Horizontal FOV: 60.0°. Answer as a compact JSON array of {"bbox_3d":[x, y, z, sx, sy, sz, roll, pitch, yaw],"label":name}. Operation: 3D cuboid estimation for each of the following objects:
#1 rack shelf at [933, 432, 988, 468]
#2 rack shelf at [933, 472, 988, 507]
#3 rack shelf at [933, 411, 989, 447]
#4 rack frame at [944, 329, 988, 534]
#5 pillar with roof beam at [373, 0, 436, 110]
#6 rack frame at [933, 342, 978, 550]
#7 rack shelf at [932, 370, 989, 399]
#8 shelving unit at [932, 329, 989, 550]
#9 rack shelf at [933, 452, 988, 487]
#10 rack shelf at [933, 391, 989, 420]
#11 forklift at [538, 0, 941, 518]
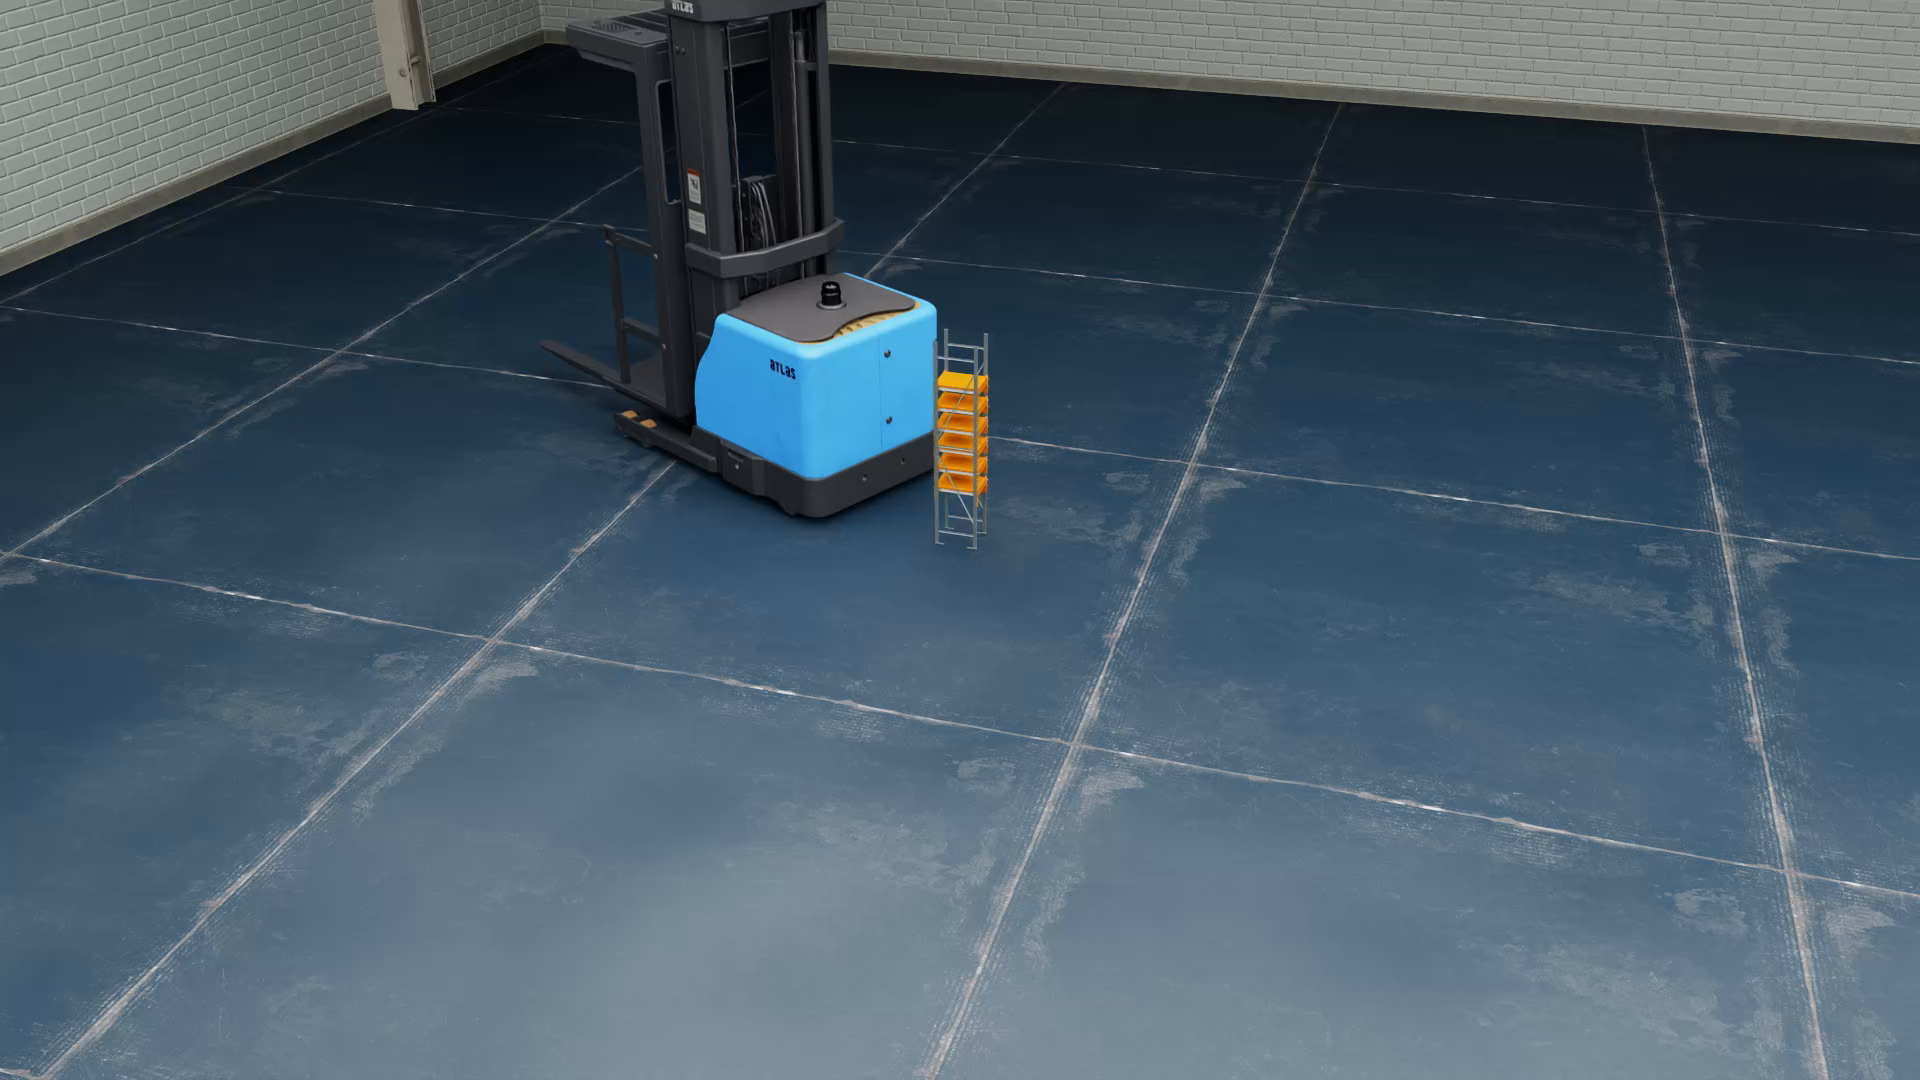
[{"bbox_3d":[0.004,-0.492,8.992,0.258,0.103,0.180,8,30,15],"label":"rack shelf"},{"bbox_3d":[0.004,-0.282,9.109,0.258,0.103,0.180,8,30,15],"label":"rack shelf"},{"bbox_3d":[0.004,-0.597,8.934,0.258,0.103,0.180,8,30,15],"label":"rack shelf"},{"bbox_3d":[0.031,-0.574,9.047,0.240,1.200,0.006,8,30,15],"label":"rack frame"},{"bbox_3d":[-1.632,-7.899,14.192,9.100,9.000,0.400,8,30,15],"label":"pillar with roof beam"},{"bbox_3d":[-0.023,-0.489,8.894,0.240,1.200,0.006,8,30,15],"label":"rack frame"},{"bbox_3d":[0.004,-0.807,8.817,0.258,0.103,0.180,8,30,15],"label":"rack shelf"},{"bbox_3d":[0.004,-0.531,8.970,0.258,1.200,0.189,8,30,15],"label":"shelving unit"},{"bbox_3d":[0.004,-0.387,9.050,0.258,0.103,0.180,8,30,15],"label":"rack shelf"},{"bbox_3d":[0.004,-0.702,8.875,0.258,0.103,0.180,8,30,15],"label":"rack shelf"},{"bbox_3d":[-1.522,-2.017,9.861,3.031,2.935,1.130,25,38,38],"label":"forklift"}]
